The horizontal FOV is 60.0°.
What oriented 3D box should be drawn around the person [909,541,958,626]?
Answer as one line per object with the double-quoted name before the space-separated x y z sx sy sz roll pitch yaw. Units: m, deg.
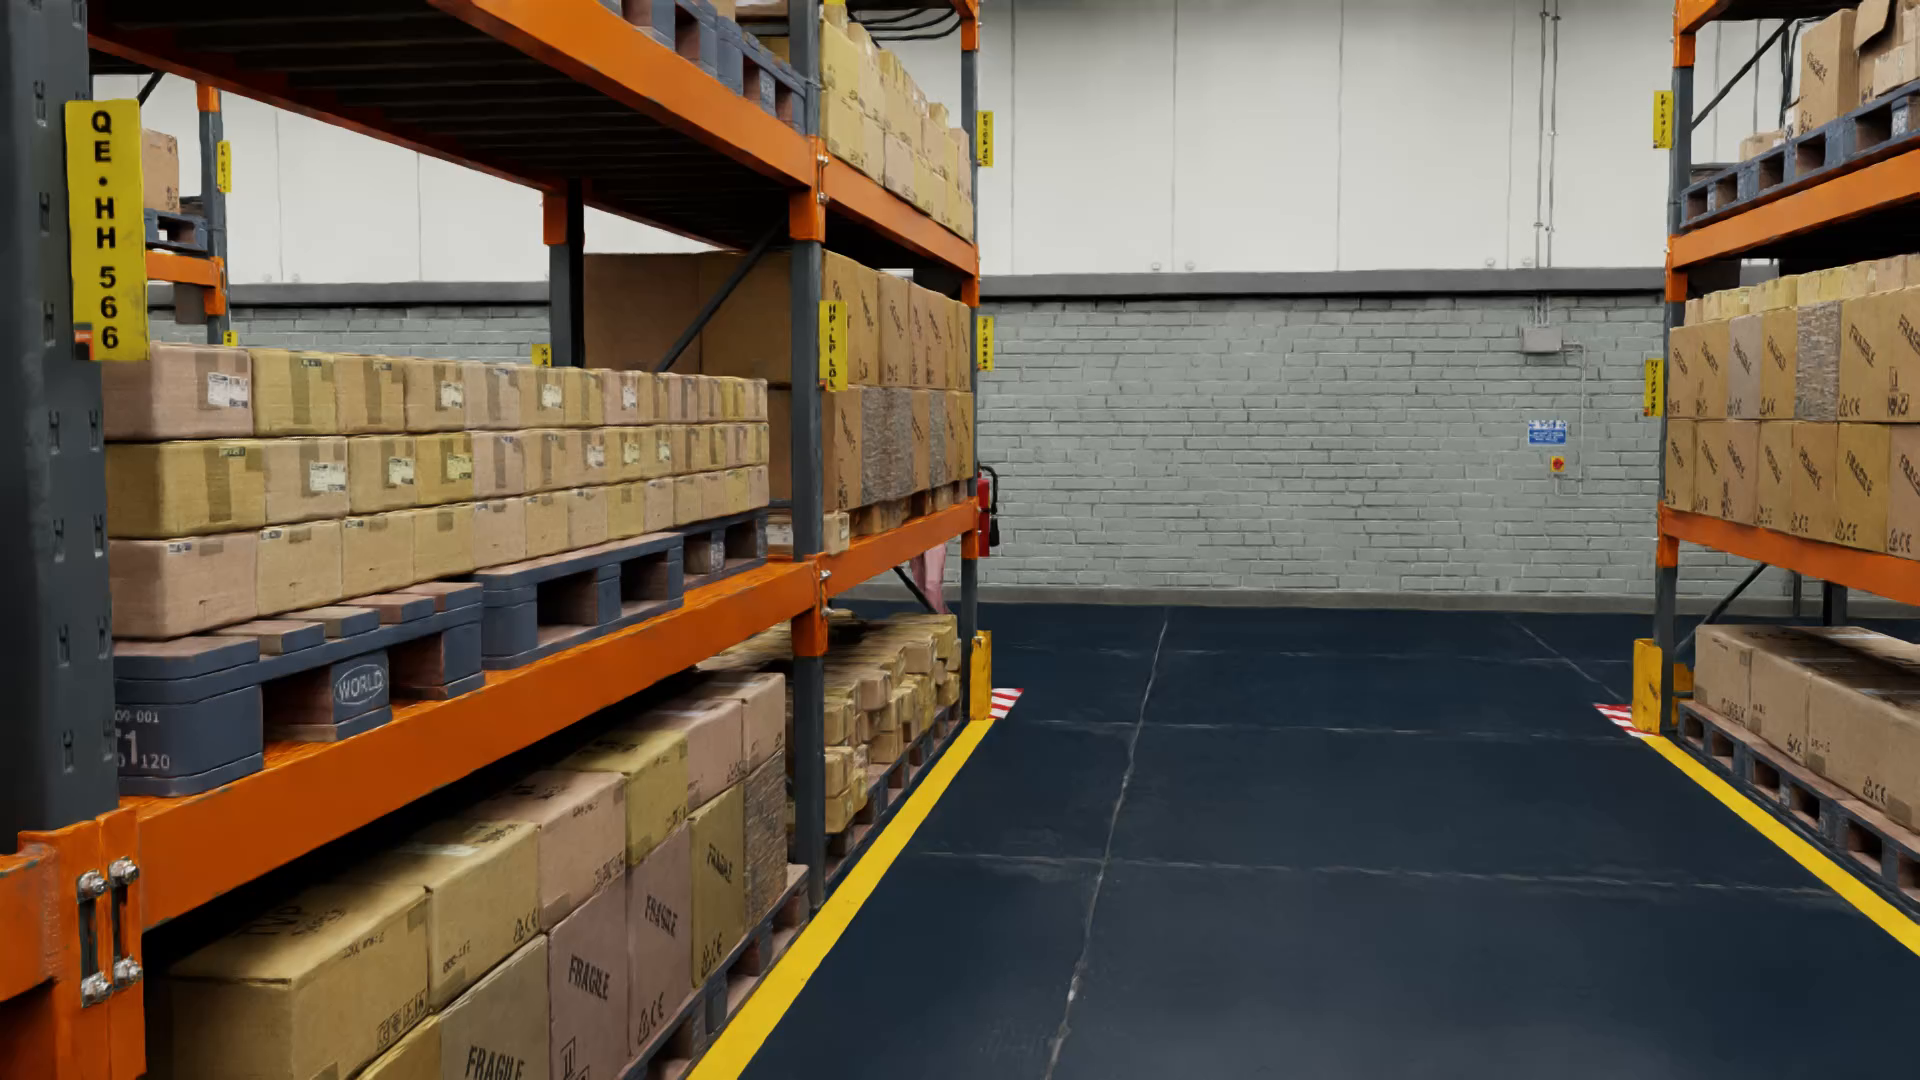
"person" -0.313 0.047 13.006 0.589 1.592 0.928 2 5 21
